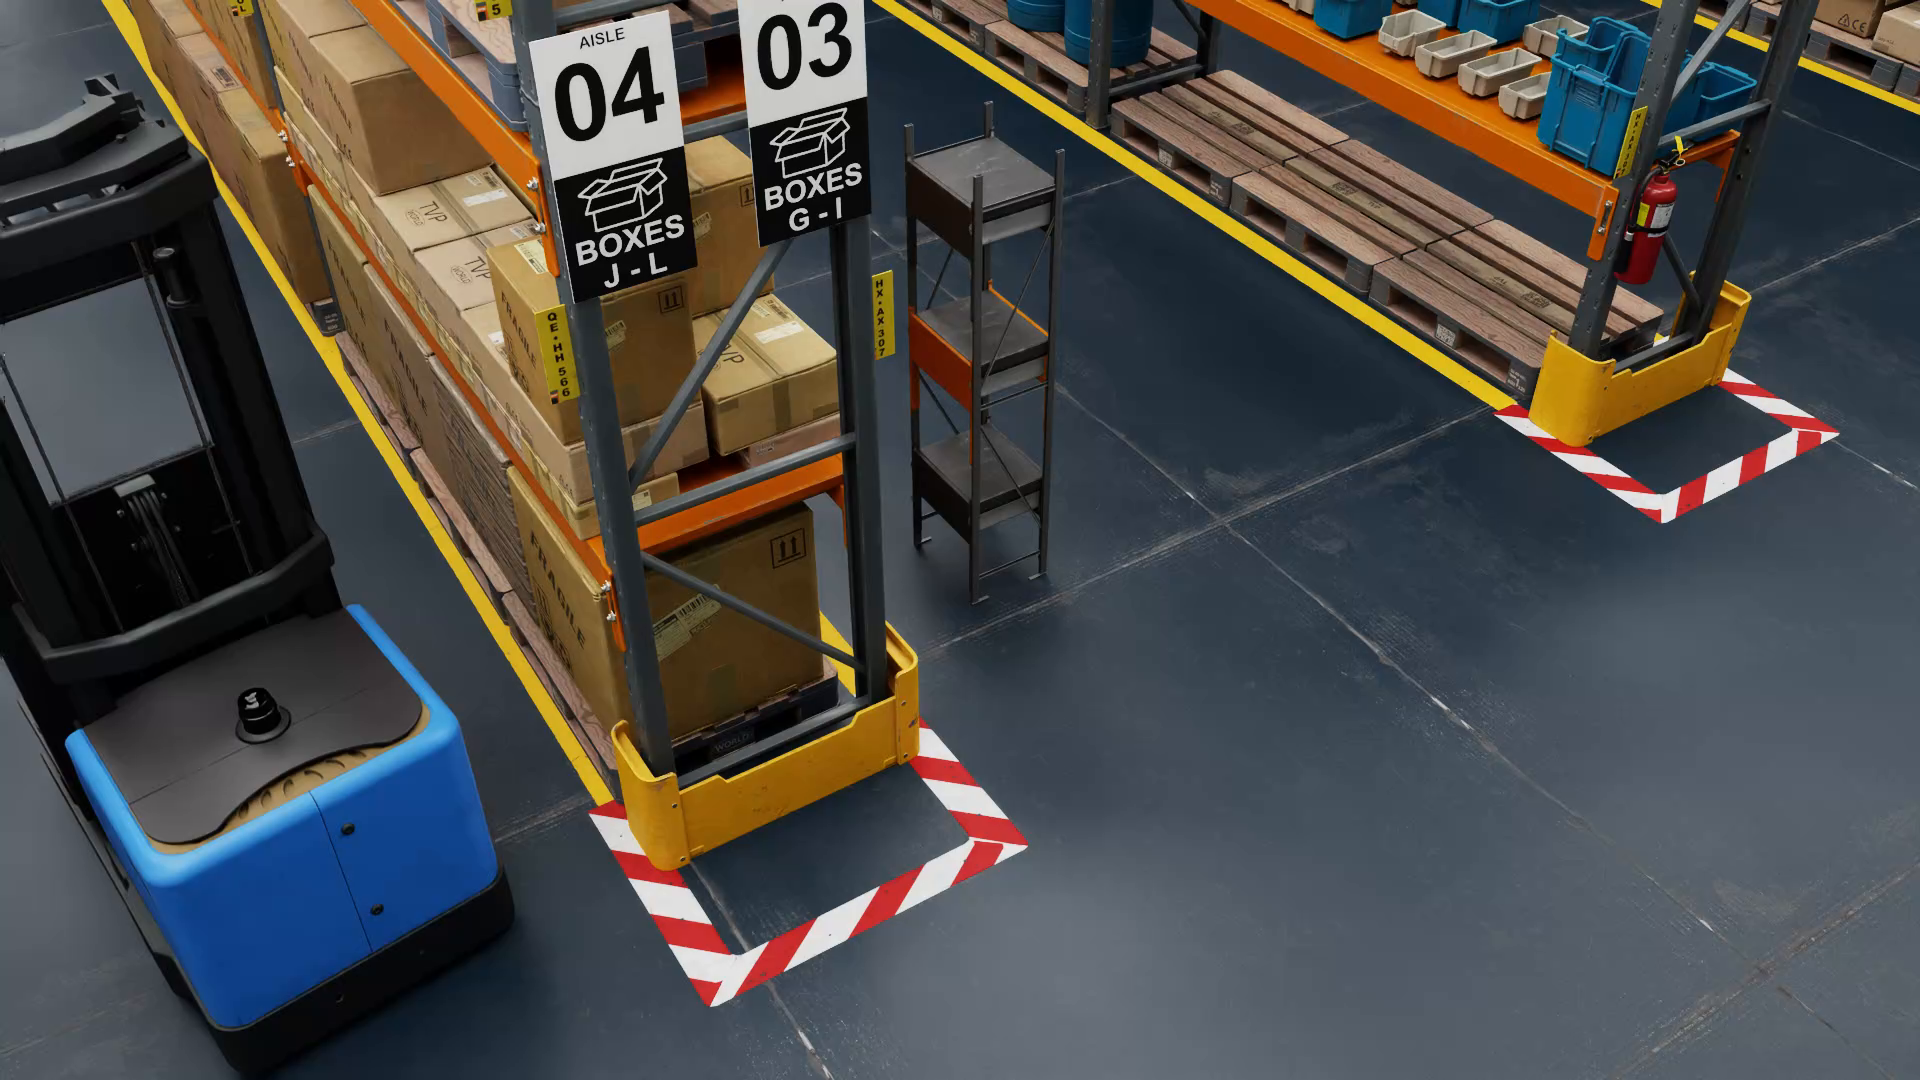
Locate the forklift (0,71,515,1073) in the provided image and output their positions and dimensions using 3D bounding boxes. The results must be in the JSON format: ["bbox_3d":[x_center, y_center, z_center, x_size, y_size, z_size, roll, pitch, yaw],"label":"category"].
[{"bbox_3d":[-2.946,-0.232,5.738,1.130,2.935,3.031,-28,48,-30],"label":"forklift"}]

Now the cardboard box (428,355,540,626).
[{"bbox_3d":[-1.637,-0.351,7.160,0.875,0.875,0.875,-22,45,-24],"label":"cardboard box"}]

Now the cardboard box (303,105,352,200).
[{"bbox_3d":[-2.592,-1.799,7.450,0.500,0.250,0.500,-22,45,-25],"label":"cardboard box"}]

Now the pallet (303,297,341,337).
[{"bbox_3d":[-3.365,-1.675,9.595,1.003,0.211,1.213,-22,45,-24],"label":"pallet"}]

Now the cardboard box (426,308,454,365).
[{"bbox_3d":[-1.896,-0.870,6.647,0.380,0.149,0.250,-22,45,-24],"label":"cardboard box"}]

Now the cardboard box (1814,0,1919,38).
[{"bbox_3d":[6.482,-3.961,11.767,0.797,0.503,0.637,-22,45,-24],"label":"cardboard box"}]

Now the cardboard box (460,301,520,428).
[{"bbox_3d":[-1.493,-0.698,6.129,0.500,0.250,0.500,-23,45,-25],"label":"cardboard box"}]

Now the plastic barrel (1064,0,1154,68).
[{"bbox_3d":[1.011,-3.715,11.177,0.600,0.901,0.708,-22,45,-24],"label":"plastic barrel"}]

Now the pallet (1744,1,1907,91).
[{"bbox_3d":[6.496,-3.662,11.980,1.003,0.211,1.213,-22,45,-24],"label":"pallet"}]

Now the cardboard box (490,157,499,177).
[{"bbox_3d":[-1.873,-1.711,7.345,0.500,0.250,0.500,-21,44,-24],"label":"cardboard box"}]

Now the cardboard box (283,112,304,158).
[{"bbox_3d":[-3.008,-1.985,7.986,0.380,0.149,0.250,-22,45,-24],"label":"cardboard box"}]

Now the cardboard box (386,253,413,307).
[{"bbox_3d":[-2.169,-1.144,6.976,0.380,0.149,0.250,-24,45,-26],"label":"cardboard box"}]

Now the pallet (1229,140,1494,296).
[{"bbox_3d":[2.377,-1.947,9.921,1.003,0.211,1.213,-22,45,-24],"label":"pallet"}]

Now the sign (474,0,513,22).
[{"bbox_3d":[-1.201,-1.480,4.210,0.100,0.325,0.005,-22,45,-24],"label":"sign"}]

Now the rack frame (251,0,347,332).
[{"bbox_3d":[-2.887,-2.356,8.234,1.000,3.000,0.127,-22,45,-24],"label":"rack frame"}]

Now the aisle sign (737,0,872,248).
[{"bbox_3d":[-0.445,-1.260,4.888,0.394,0.787,0.004,-22,45,-24],"label":"aisle sign"}]

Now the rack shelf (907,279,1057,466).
[{"bbox_3d":[0.089,-0.707,6.979,0.431,0.518,0.480,-22,45,-24],"label":"rack shelf"}]

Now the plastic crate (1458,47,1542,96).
[{"bbox_3d":[2.705,-2.363,8.401,0.396,0.136,0.243,-22,45,-24],"label":"plastic crate"}]

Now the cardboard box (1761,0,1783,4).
[{"bbox_3d":[5.984,-4.080,12.173,0.380,0.166,0.250,-22,45,-24],"label":"cardboard box"}]

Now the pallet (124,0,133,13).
[{"bbox_3d":[-6.109,-4.524,13.014,1.003,0.211,1.213,-22,45,-24],"label":"pallet"}]

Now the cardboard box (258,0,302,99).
[{"bbox_3d":[-2.845,-2.354,7.531,0.500,0.500,0.500,-22,45,-24],"label":"cardboard box"}]

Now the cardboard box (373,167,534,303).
[{"bbox_3d":[-2.050,-1.252,6.794,0.500,0.250,0.500,-22,45,-24],"label":"cardboard box"}]

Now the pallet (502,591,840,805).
[{"bbox_3d":[-1.232,0.470,7.021,1.003,0.211,1.213,-22,45,-24],"label":"pallet"}]

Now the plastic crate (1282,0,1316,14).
[{"bbox_3d":[1.955,-3.151,9.234,0.437,0.282,0.530,-22,45,-24],"label":"plastic crate"}]

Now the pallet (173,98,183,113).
[{"bbox_3d":[-4.677,-2.992,11.176,1.003,0.211,1.213,-22,45,-24],"label":"pallet"}]

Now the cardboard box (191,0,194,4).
[{"bbox_3d":[-4.181,-3.374,9.378,0.500,0.500,0.500,-22,45,-24],"label":"cardboard box"}]

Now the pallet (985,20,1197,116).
[{"bbox_3d":[0.909,-3.420,11.690,1.003,0.211,1.213,-22,45,-24],"label":"pallet"}]

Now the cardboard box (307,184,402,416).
[{"bbox_3d":[-2.600,-1.317,8.319,0.875,0.875,0.875,-22,45,-24],"label":"cardboard box"}]

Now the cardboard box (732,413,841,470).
[{"bbox_3d":[-0.649,-0.406,6.090,0.380,0.149,0.250,-22,44,-24],"label":"cardboard box"}]

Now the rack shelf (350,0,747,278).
[{"bbox_3d":[-1.812,-2.152,6.209,1.077,0.370,4.000,-22,45,-24],"label":"rack shelf"}]

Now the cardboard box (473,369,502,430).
[{"bbox_3d":[-1.615,-0.591,6.312,0.380,0.149,0.250,-21,44,-24],"label":"cardboard box"}]

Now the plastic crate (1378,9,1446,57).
[{"bbox_3d":[2.360,-2.658,8.756,0.298,0.136,0.250,-22,45,-24],"label":"plastic crate"}]

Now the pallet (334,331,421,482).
[{"bbox_3d":[-2.544,-0.847,8.602,1.003,0.211,1.213,-22,45,-24],"label":"pallet"}]

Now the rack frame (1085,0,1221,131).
[{"bbox_3d":[1.289,-4.061,10.280,1.000,3.000,0.127,-22,45,-24],"label":"rack frame"}]

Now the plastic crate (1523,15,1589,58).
[{"bbox_3d":[3.117,-2.638,8.732,0.250,0.136,0.298,-22,45,-24],"label":"plastic crate"}]

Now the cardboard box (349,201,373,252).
[{"bbox_3d":[-2.444,-1.422,7.310,0.380,0.149,0.250,-23,45,-25],"label":"cardboard box"}]

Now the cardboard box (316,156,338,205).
[{"bbox_3d":[-2.725,-1.701,7.645,0.380,0.149,0.250,-21,44,-23],"label":"cardboard box"}]

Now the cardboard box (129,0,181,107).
[{"bbox_3d":[-4.684,-3.480,10.915,1.225,0.875,0.875,-24,46,-26],"label":"cardboard box"}]

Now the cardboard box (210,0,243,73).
[{"bbox_3d":[-3.629,-2.822,8.716,0.500,0.500,0.500,-21,44,-23],"label":"cardboard box"}]

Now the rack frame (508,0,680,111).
[{"bbox_3d":[-0.736,-2.502,3.723,1.000,3.000,0.127,-22,45,-24],"label":"rack frame"}]

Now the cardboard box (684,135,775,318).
[{"bbox_3d":[-1.035,-1.164,6.102,0.500,0.500,0.500,-23,45,-25],"label":"cardboard box"}]

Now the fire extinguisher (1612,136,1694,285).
[{"bbox_3d":[3.138,-1.491,7.548,0.296,0.674,0.183,-22,45,-24],"label":"fire extinguisher"}]

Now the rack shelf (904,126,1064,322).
[{"bbox_3d":[0.089,-1.245,6.531,0.431,0.518,0.480,-22,45,-24],"label":"rack shelf"}]

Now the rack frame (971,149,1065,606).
[{"bbox_3d":[0.220,-0.586,6.813,0.400,2.100,0.015,-22,45,-24],"label":"rack frame"}]

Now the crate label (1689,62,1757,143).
[{"bbox_3d":[3.585,-2.107,8.019,0.416,0.233,0.303,-22,45,-24],"label":"crate label"}]

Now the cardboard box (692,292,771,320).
[{"bbox_3d":[-1.052,-0.884,6.352,0.500,0.250,0.500,-23,45,-25],"label":"cardboard box"}]

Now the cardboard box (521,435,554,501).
[{"bbox_3d":[-1.346,-0.319,5.986,0.380,0.149,0.250,-22,44,-24],"label":"cardboard box"}]

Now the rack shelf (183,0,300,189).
[{"bbox_3d":[-3.962,-3.159,9.760,1.077,0.370,4.000,-22,45,-24],"label":"rack shelf"}]

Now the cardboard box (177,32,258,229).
[{"bbox_3d":[-3.729,-2.522,9.765,1.225,0.875,0.875,-24,45,-26],"label":"cardboard box"}]

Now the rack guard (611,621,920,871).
[{"bbox_3d":[-0.723,0.776,6.428,1.175,0.500,0.348,-22,45,-24],"label":"rack guard"}]

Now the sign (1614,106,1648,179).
[{"bbox_3d":[2.985,-1.766,7.399,0.100,0.325,0.005,-22,45,-24],"label":"sign"}]

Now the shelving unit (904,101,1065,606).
[{"bbox_3d":[0.089,-0.717,6.971,0.431,2.100,0.503,-22,45,-24],"label":"shelving unit"}]

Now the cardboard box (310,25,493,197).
[{"bbox_3d":[-2.303,-1.806,6.874,0.500,0.500,0.500,-24,45,-26],"label":"cardboard box"}]

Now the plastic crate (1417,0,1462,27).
[{"bbox_3d":[2.715,-2.980,9.067,0.416,0.233,0.300,-22,45,-24],"label":"plastic crate"}]
